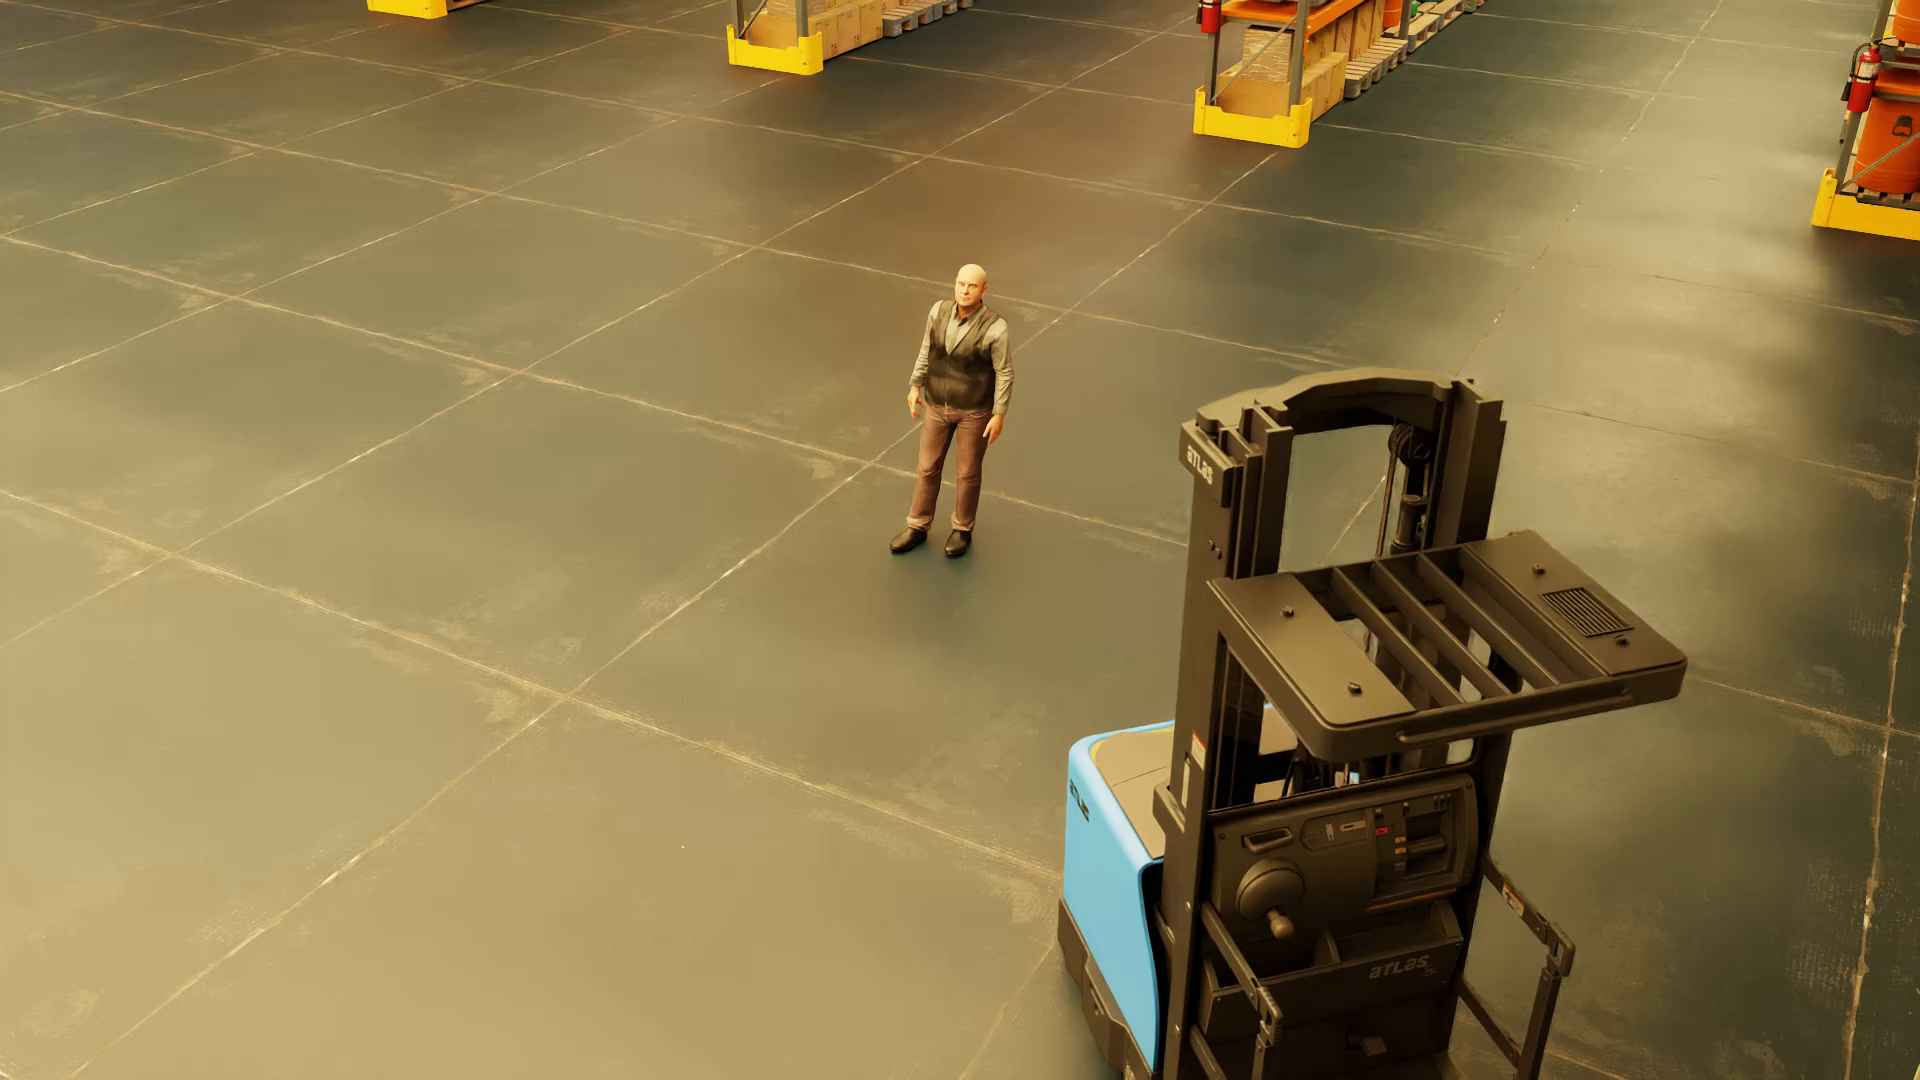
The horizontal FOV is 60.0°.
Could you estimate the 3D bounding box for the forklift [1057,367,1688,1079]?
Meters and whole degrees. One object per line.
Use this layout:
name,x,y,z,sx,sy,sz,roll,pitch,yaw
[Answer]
forklift,1.318,1.075,5.208,1.130,2.935,3.031,-8,31,-14

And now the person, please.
person,-0.037,-0.727,9.526,0.632,1.720,0.568,15,33,25
